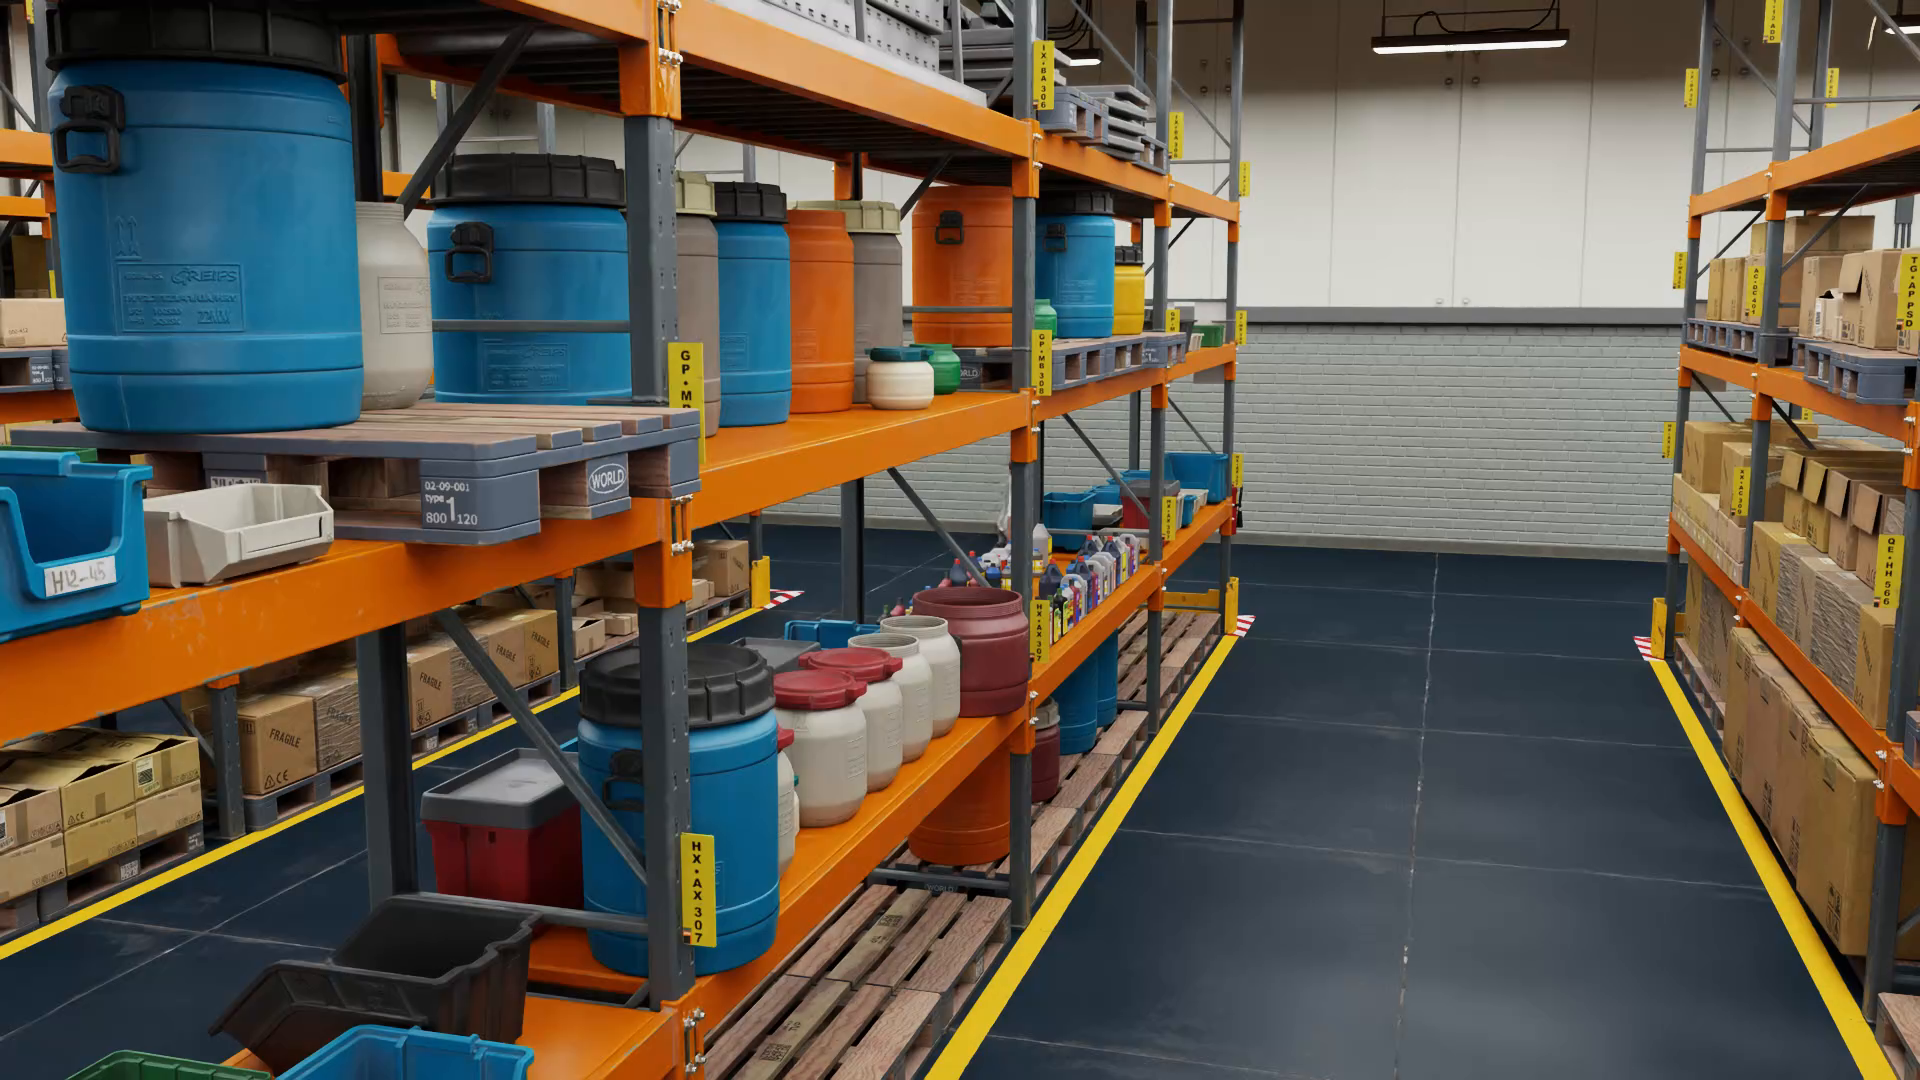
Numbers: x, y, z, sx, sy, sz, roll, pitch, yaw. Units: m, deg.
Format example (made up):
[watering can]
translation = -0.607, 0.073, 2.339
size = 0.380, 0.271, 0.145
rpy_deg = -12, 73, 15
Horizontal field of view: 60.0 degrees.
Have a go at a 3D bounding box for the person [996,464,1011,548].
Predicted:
[person]
translation = 0.545, -0.082, 17.473
size = 0.645, 1.610, 0.437
rpy_deg = -3, 9, -17
